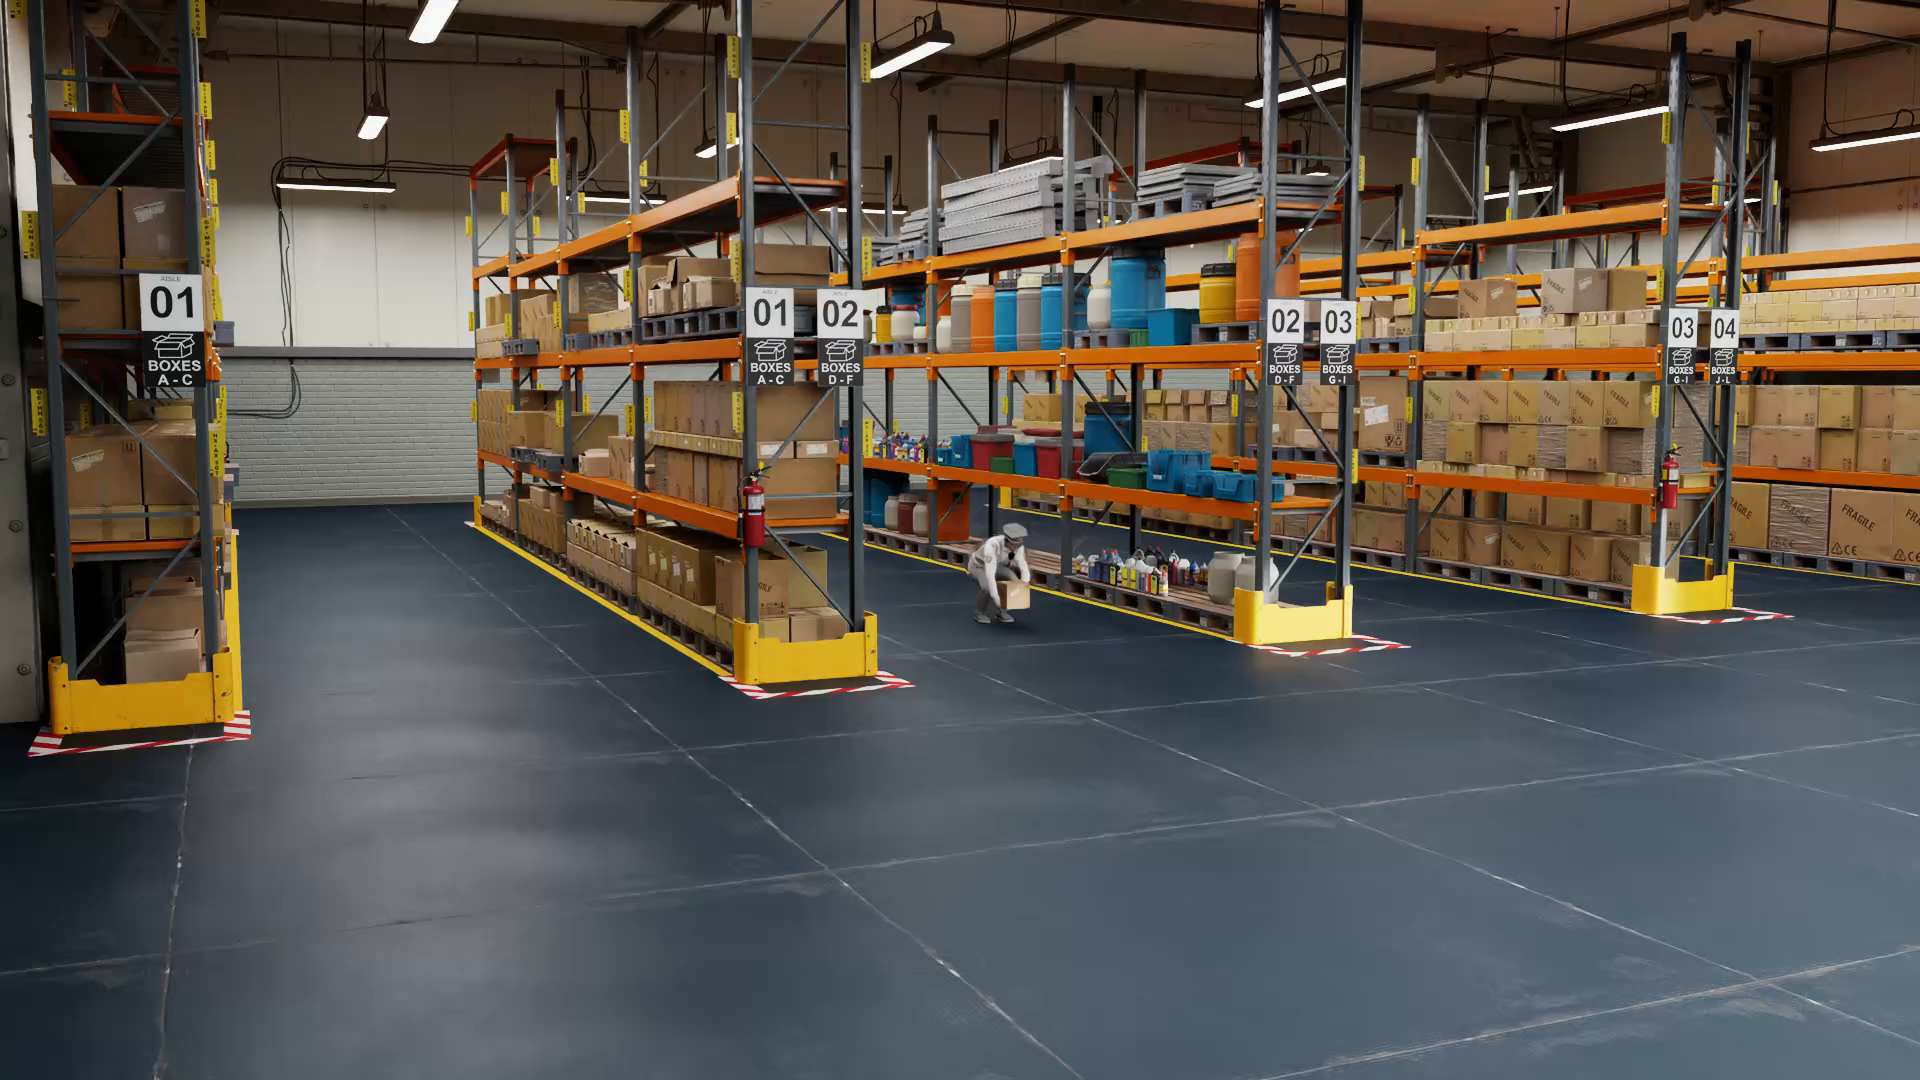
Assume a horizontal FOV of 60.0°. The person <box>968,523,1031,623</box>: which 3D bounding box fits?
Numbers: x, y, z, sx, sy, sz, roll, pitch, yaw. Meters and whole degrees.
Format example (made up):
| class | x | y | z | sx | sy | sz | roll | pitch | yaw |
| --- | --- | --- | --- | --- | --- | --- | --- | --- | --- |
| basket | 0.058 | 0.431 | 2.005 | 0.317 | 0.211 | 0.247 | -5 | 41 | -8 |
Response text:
| class | x | y | z | sx | sy | sz | roll | pitch | yaw |
| --- | --- | --- | --- | --- | --- | --- | --- | --- | --- |
| person | 0.410 | 0.328 | 16.906 | 0.499 | 1.036 | 0.819 | -2 | 6 | -24 |
